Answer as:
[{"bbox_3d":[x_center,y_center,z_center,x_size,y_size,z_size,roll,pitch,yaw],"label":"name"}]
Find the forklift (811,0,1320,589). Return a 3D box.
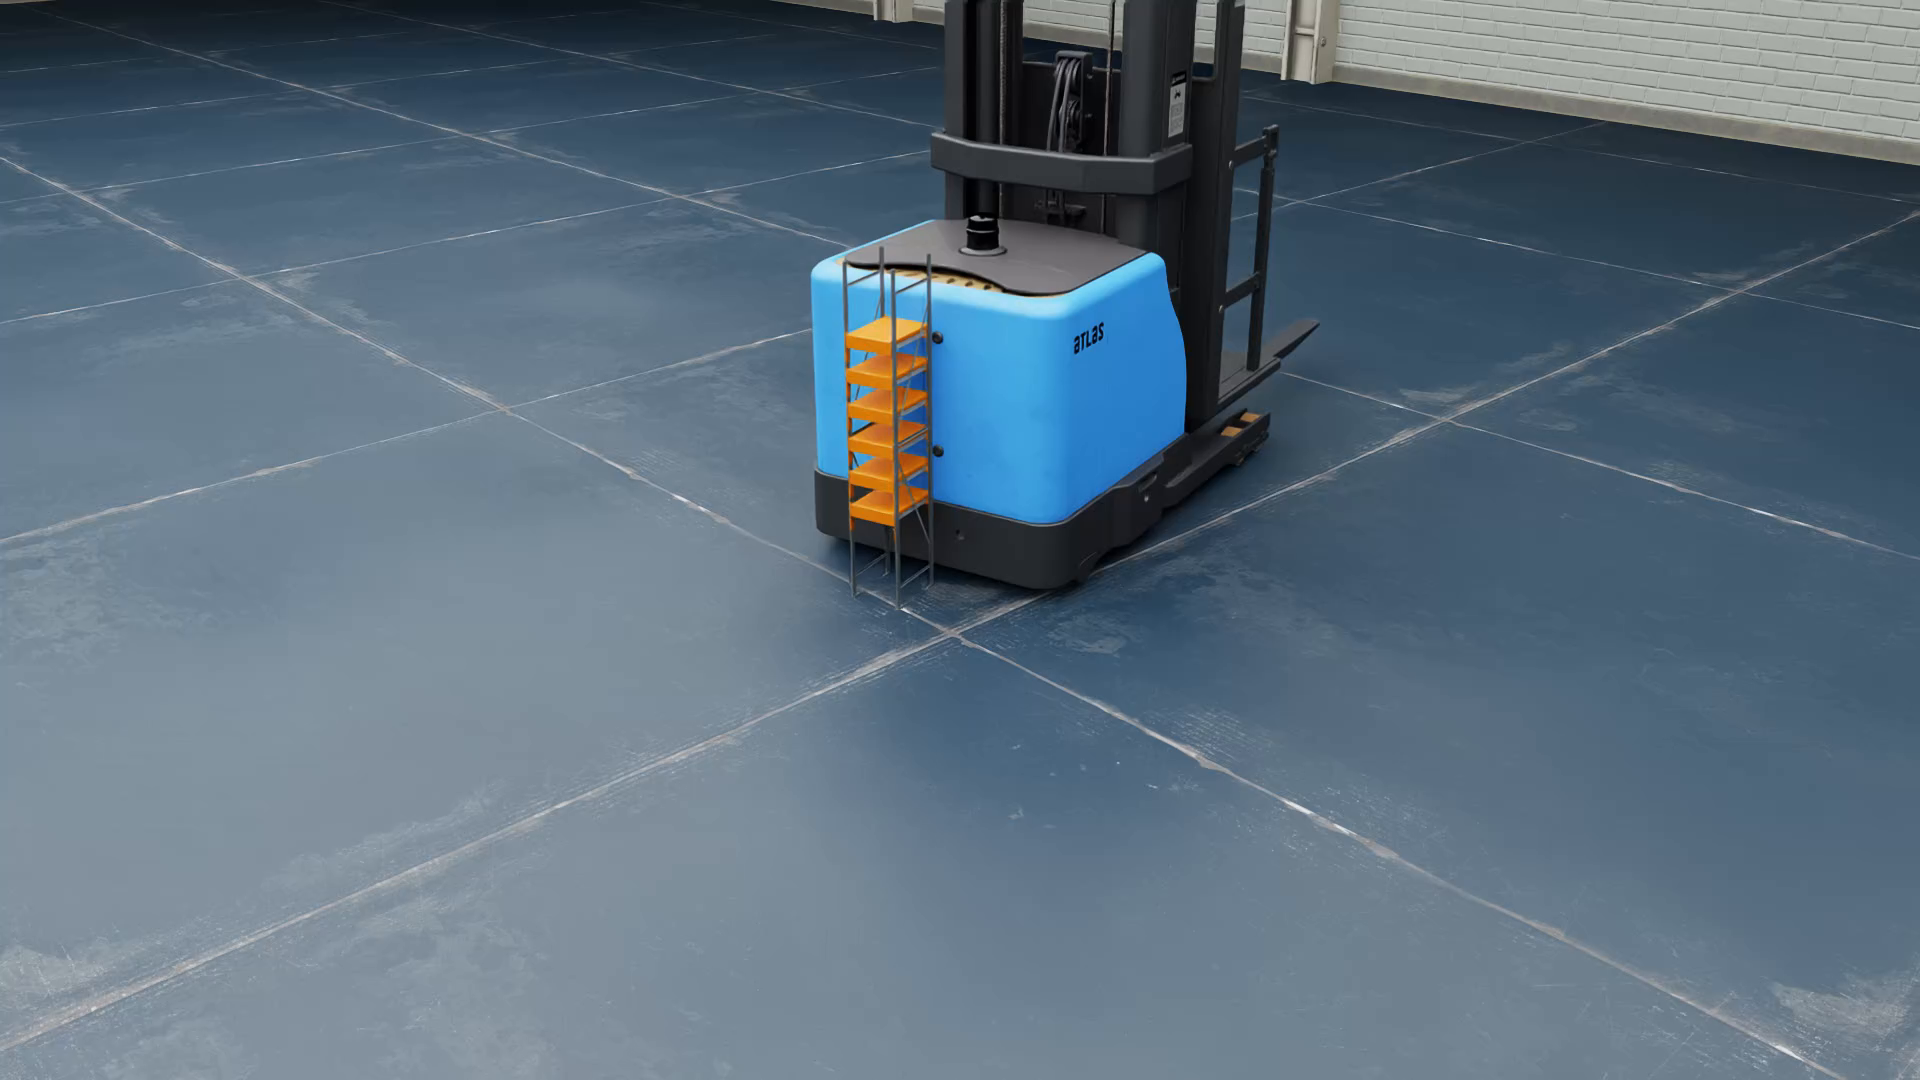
[{"bbox_3d":[0.663,-1.731,6.513,1.130,2.935,3.031,14,28,28],"label":"forklift"}]

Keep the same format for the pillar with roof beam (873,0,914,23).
[{"bbox_3d":[-3.931,-9.082,15.316,9.100,9.000,0.400,-21,32,-38],"label":"pillar with roof beam"}]

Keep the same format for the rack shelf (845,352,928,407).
[{"bbox_3d":[-0.235,-0.542,5.522,0.180,0.103,0.258,14,28,27],"label":"rack shelf"}]

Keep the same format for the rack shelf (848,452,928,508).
[{"bbox_3d":[-0.235,-0.215,5.672,0.180,0.103,0.258,14,28,27],"label":"rack shelf"}]

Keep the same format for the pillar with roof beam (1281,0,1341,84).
[{"bbox_3d":[0.170,-7.264,11.332,9.100,9.000,0.400,-21,32,-38],"label":"pillar with roof beam"}]

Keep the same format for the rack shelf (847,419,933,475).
[{"bbox_3d":[-0.235,-0.324,5.622,0.180,0.103,0.258,14,28,27],"label":"rack shelf"}]

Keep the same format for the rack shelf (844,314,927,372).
[{"bbox_3d":[-0.235,-0.652,5.472,0.180,0.103,0.258,14,28,27],"label":"rack shelf"}]

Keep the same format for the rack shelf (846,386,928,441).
[{"bbox_3d":[-0.235,-0.433,5.572,0.180,0.103,0.258,14,28,27],"label":"rack shelf"}]

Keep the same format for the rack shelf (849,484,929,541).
[{"bbox_3d":[-0.235,-0.106,5.721,0.180,0.103,0.258,14,28,27],"label":"rack shelf"}]

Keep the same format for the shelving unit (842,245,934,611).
[{"bbox_3d":[-0.235,-0.364,5.603,0.189,1.200,0.258,14,28,27],"label":"shelving unit"}]

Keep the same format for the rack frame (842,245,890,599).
[{"bbox_3d":[-0.314,-0.384,5.645,0.006,1.200,0.240,14,28,27],"label":"rack frame"}]

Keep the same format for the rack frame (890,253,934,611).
[{"bbox_3d":[-0.156,-0.345,5.561,0.006,1.200,0.240,14,28,27],"label":"rack frame"}]
